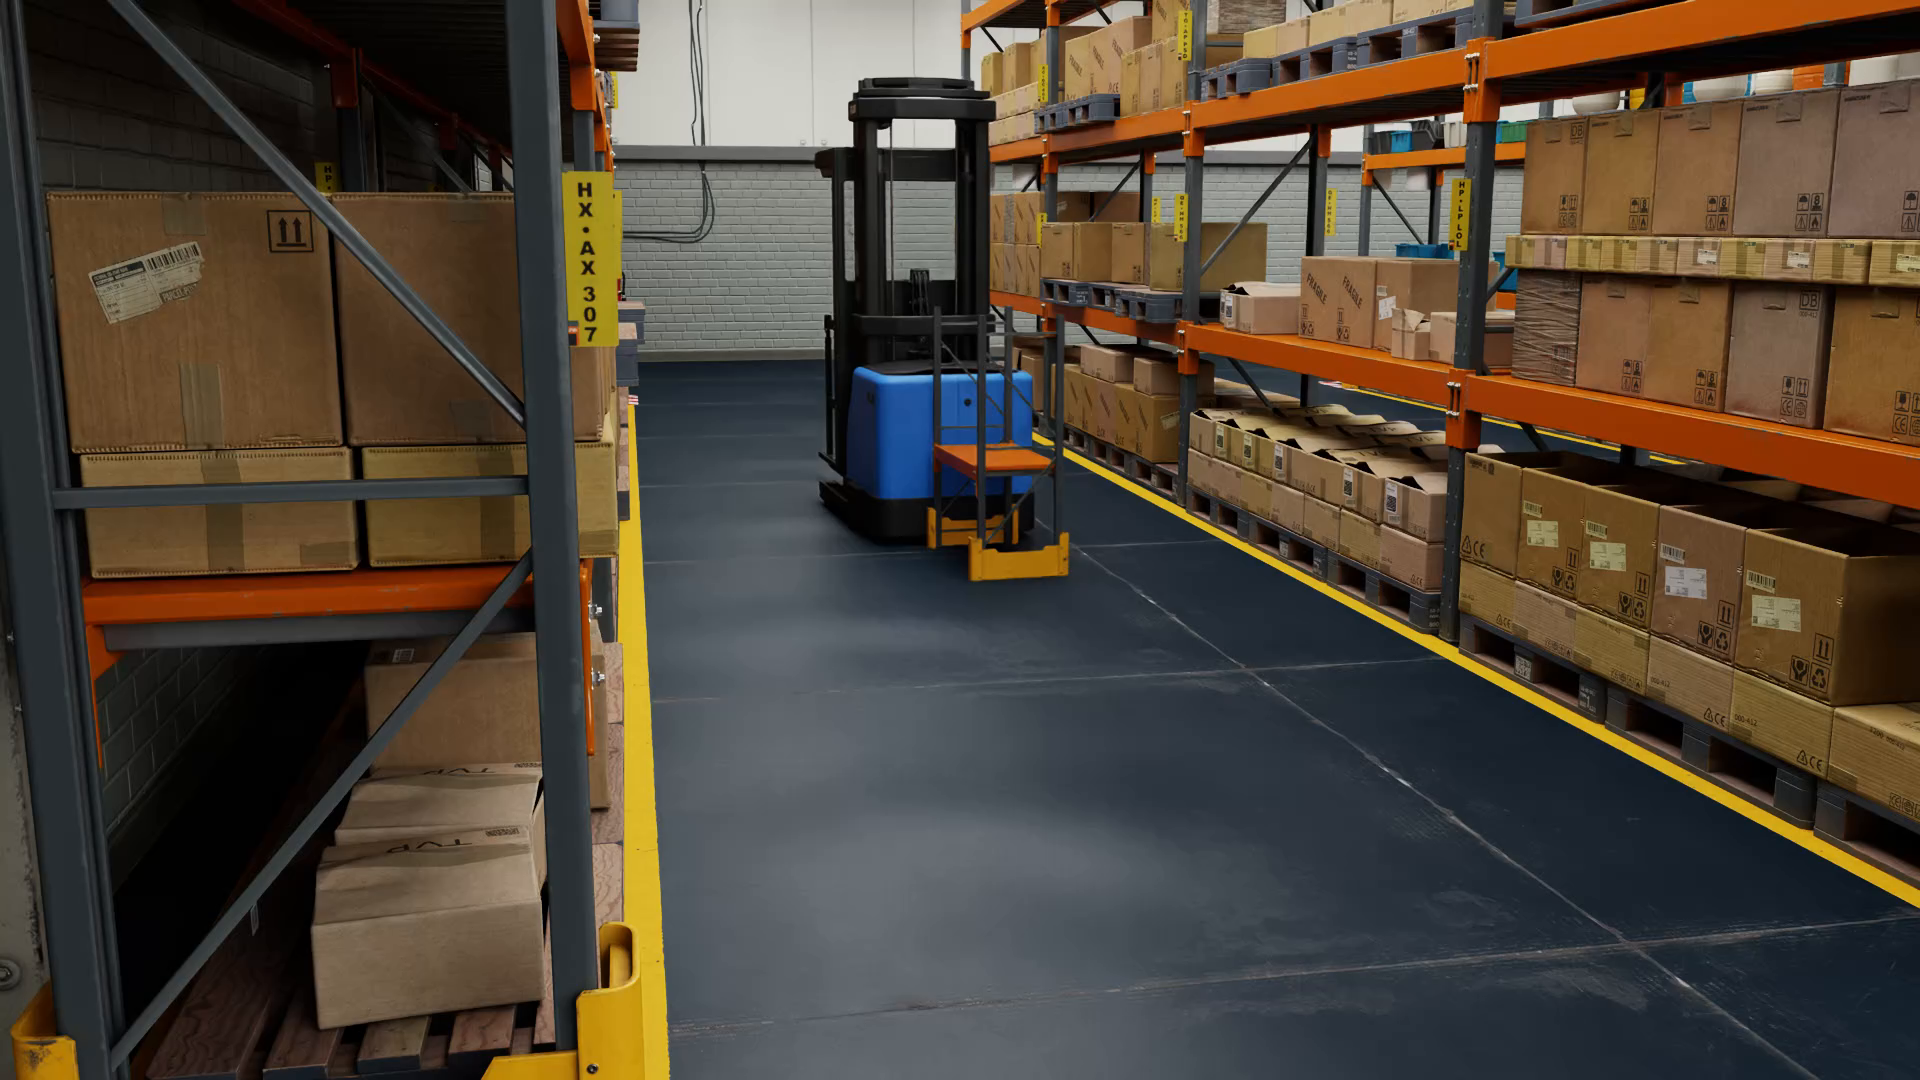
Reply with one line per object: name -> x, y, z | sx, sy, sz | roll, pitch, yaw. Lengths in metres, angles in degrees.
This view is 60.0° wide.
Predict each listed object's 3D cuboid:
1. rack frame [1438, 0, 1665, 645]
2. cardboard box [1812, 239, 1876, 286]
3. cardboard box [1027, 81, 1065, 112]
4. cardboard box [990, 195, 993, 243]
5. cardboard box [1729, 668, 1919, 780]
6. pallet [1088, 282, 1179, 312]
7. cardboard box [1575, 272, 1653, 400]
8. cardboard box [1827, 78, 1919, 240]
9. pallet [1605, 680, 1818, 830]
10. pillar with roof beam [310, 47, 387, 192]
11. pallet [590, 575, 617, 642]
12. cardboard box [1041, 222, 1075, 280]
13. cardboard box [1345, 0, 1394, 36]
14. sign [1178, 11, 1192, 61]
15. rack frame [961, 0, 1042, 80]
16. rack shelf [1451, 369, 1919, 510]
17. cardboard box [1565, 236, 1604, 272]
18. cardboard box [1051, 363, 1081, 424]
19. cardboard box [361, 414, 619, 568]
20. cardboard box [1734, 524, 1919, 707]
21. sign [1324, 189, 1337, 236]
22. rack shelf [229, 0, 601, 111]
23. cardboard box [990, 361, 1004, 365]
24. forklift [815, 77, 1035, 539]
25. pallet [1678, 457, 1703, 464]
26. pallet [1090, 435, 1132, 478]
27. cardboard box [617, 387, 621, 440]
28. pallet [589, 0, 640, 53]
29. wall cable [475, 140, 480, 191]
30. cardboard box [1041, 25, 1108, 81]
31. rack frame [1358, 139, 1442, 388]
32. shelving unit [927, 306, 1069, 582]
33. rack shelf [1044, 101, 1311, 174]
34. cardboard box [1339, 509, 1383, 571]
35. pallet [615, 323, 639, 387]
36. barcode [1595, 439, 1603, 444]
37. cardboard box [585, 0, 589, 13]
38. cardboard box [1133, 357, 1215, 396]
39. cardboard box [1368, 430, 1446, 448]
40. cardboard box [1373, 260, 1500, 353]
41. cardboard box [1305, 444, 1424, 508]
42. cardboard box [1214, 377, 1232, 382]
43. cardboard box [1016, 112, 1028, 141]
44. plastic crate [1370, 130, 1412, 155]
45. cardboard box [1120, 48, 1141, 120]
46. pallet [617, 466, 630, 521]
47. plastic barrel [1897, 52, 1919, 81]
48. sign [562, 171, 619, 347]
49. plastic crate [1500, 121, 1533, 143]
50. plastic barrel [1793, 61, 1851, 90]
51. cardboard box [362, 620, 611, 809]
rack frame -> 2.849, -0.998, 7.917 | 1.000, 3.000, 0.127 | -2, 11, -11
cardboard box -> 3.112, -0.933, 5.571 | 0.380, 0.149, 0.250 | -2, 11, -9
cardboard box -> 0.932, -4.190, 15.729 | 0.500, 0.250, 0.500 | -2, 11, -11
cardboard box -> 0.544, -3.460, 17.914 | 0.500, 0.500, 0.500 | -2, 11, -10
cardboard box -> 3.024, 0.610, 5.701 | 0.500, 0.250, 0.500 | -2, 11, -11
pallet -> 1.688, -1.994, 13.662 | 1.003, 0.211, 1.213 | -2, 11, -11
cardboard box -> 3.050, -0.869, 6.974 | 0.700, 0.500, 0.500 | -2, 11, -12
cardboard box -> 3.332, -1.235, 5.426 | 0.700, 0.500, 0.500 | -2, 11, -11
pallet -> 3.203, 0.744, 6.225 | 1.003, 0.211, 1.213 | -2, 11, -11
pillar with roof beam -> 0.839, -4.384, 9.665 | 9.100, 9.000, 0.400 | -2, 11, -11
pallet -> -2.163, 0.410, 7.977 | 1.003, 0.211, 1.213 | -2, 11, -11
cardboard box -> 1.165, -2.625, 15.078 | 0.700, 0.500, 0.500 | -6, 12, -30
cardboard box -> 2.537, -2.957, 9.465 | 0.500, 0.250, 0.500 | -3, 11, -16
sign -> 1.538, -3.440, 11.340 | 0.100, 0.325, 0.005 | -2, 11, -11
rack frame -> 0.515, -6.146, 18.919 | 1.000, 3.000, 0.127 | -2, 11, -11
rack shelf -> 3.238, -0.278, 6.057 | 1.077, 0.370, 4.000 | -2, 11, -11
cardboard box -> 2.812, -1.216, 7.060 | 0.380, 0.149, 0.250 | -2, 11, -13
cardboard box -> 1.148, -1.356, 15.305 | 0.500, 0.500, 0.500 | -3, 11, -14
cardboard box -> -1.015, -0.121, 3.655 | 0.500, 0.250, 0.500 | -2, 11, -13
cardboard box -> 3.021, 0.241, 5.631 | 0.500, 0.500, 0.500 | -2, 11, -11
sign -> 2.614, -2.321, 11.772 | 0.100, 0.325, 0.005 | -2, 11, -11
rack shelf -> -1.621, -1.570, 4.826 | 1.077, 0.370, 4.000 | -2, 11, -11
cardboard box -> 0.439, -1.862, 18.636 | 0.500, 0.250, 0.500 | -2, 11, -11
forklift -> -0.394, -1.681, 11.689 | 1.130, 2.935, 3.031 | -3, 11, -15
pallet -> 6.736, -0.684, 13.726 | 1.003, 0.211, 1.213 | -2, 11, -11
pallet -> 1.729, -0.723, 13.932 | 1.003, 0.211, 1.213 | -2, 11, -11
cardboard box -> -3.136, -1.157, 13.380 | 0.750, 0.750, 0.750 | -2, 11, -9
pallet -> -2.025, -2.315, 7.319 | 1.213, 0.211, 1.003 | -2, 11, -11
wall cable -> -5.521, -3.717, 19.488 | 0.084, 1.984, 1.851 | -2, 11, -11
cardboard box -> 1.161, -4.567, 15.703 | 0.700, 0.500, 0.500 | -2, 11, -11
rack frame -> 5.374, -3.378, 20.423 | 1.000, 3.000, 0.127 | -2, 11, -11
shelving unit -> 0.209, -0.610, 9.889 | 0.587, 1.500, 1.083 | -3, 11, -15
rack shelf -> 1.682, -3.218, 13.485 | 1.077, 0.370, 4.000 | -2, 11, -11
cardboard box -> 2.387, -0.012, 8.966 | 0.500, 0.250, 0.500 | -2, 11, -12
pallet -> -2.016, -0.868, 7.749 | 1.003, 0.211, 1.213 | -2, 11, -11
barcode -> 3.207, -0.520, 8.345 | 0.001, 0.075, 0.075 | -2, 11, -11
cardboard box -> -1.669, -2.265, 6.233 | 0.500, 0.500, 0.500 | -2, 11, -9
cardboard box -> 1.643, -1.261, 12.803 | 0.500, 0.250, 0.500 | -2, 11, -9
cardboard box -> 2.712, -0.496, 10.009 | 0.500, 0.311, 0.500 | -2, 11, -9
cardboard box -> 2.613, -1.285, 9.158 | 0.500, 0.500, 0.500 | -1, 11, -7
cardboard box -> 2.287, -0.380, 9.399 | 0.500, 0.311, 0.500 | -2, 11, -11
cardboard box -> 1.956, -1.097, 13.946 | 0.500, 0.500, 0.500 | -3, 11, -13
cardboard box -> 0.850, -4.037, 16.261 | 0.500, 0.250, 0.500 | -2, 11, -11
plastic crate -> 5.176, -4.707, 19.730 | 0.497, 0.269, 0.590 | -2, 11, -11
cardboard box -> 1.752, -3.522, 12.888 | 0.910, 0.500, 0.500 | -2, 11, -11
pallet -> -2.867, -0.328, 11.856 | 1.003, 0.211, 1.213 | -2, 11, -11
plastic barrel -> 6.877, -3.472, 11.554 | 0.600, 0.901, 0.600 | 0, 11, 0
sign -> -0.700, -0.528, 3.135 | 0.100, 0.325, 0.005 | -2, 11, -11
plastic crate -> 5.773, -4.081, 16.658 | 0.450, 0.188, 0.662 | -2, 11, -11
plastic barrel -> 6.823, -3.906, 12.901 | 0.600, 0.830, 0.708 | -2, 11, -11
cardboard box -> -1.483, 0.557, 5.254 | 0.700, 0.500, 0.500 | -3, 11, -15
